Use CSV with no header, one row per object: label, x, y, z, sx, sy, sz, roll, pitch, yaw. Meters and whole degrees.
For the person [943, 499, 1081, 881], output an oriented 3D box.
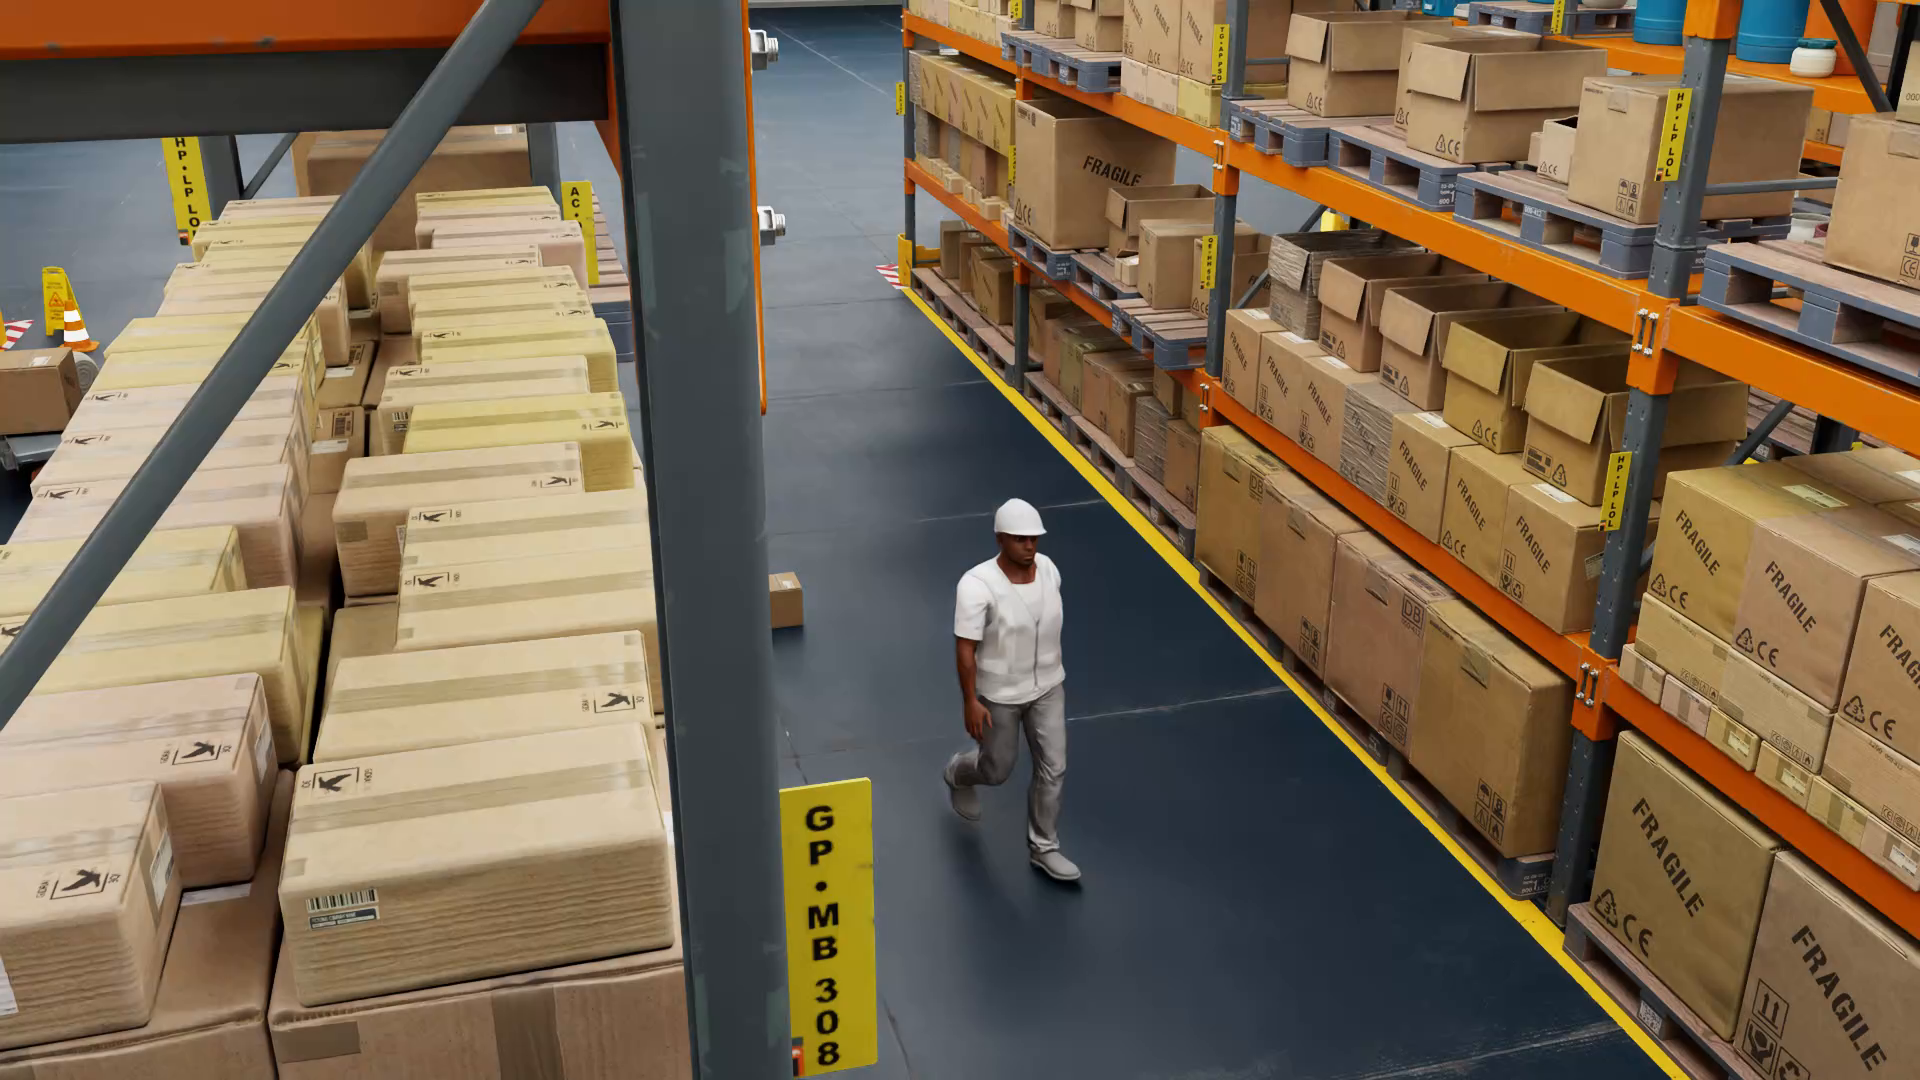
person,0.231,0.645,7.513,0.580,1.740,0.879,-13,26,-28
